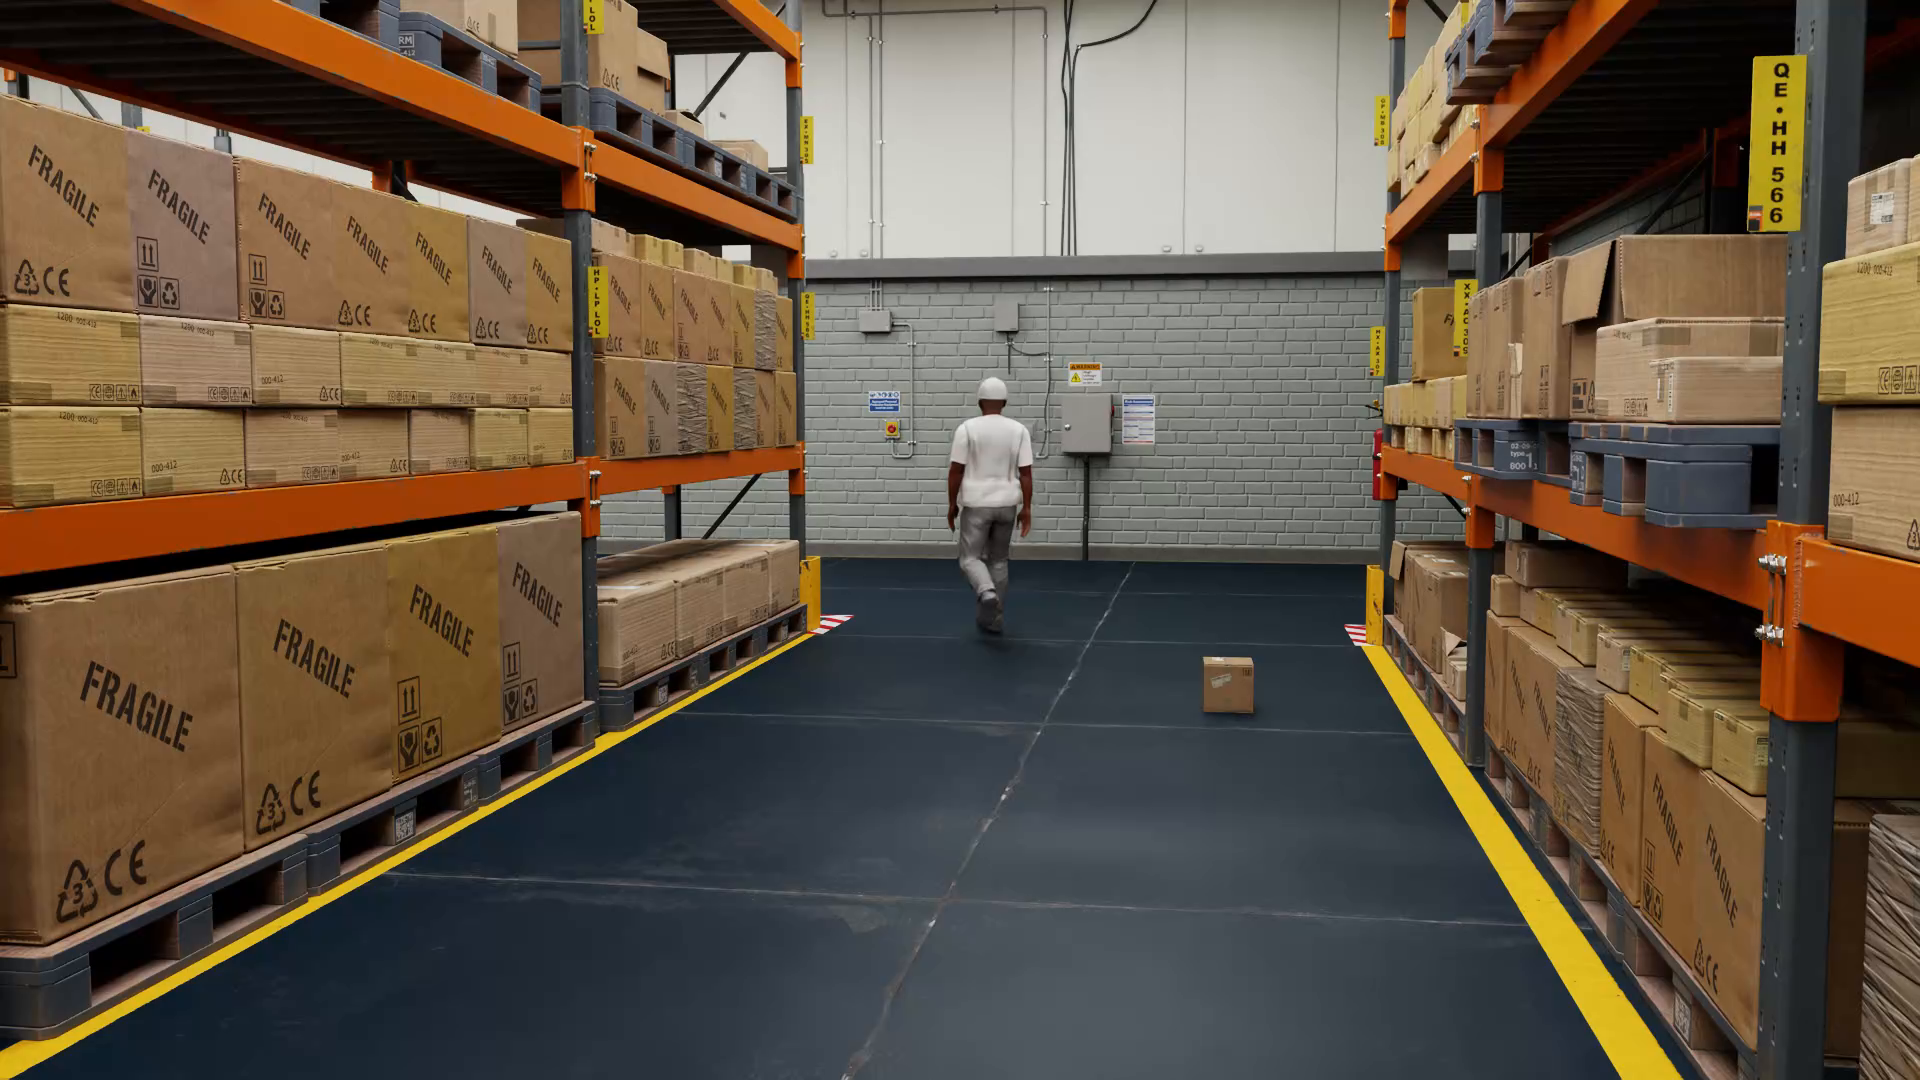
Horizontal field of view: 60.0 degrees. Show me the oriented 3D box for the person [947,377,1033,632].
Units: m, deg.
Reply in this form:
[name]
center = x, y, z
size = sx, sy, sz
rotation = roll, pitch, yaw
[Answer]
[person]
center = 0.211, -0.227, 11.298
size = 0.579, 1.753, 0.819
rotation = -1, 5, -15
